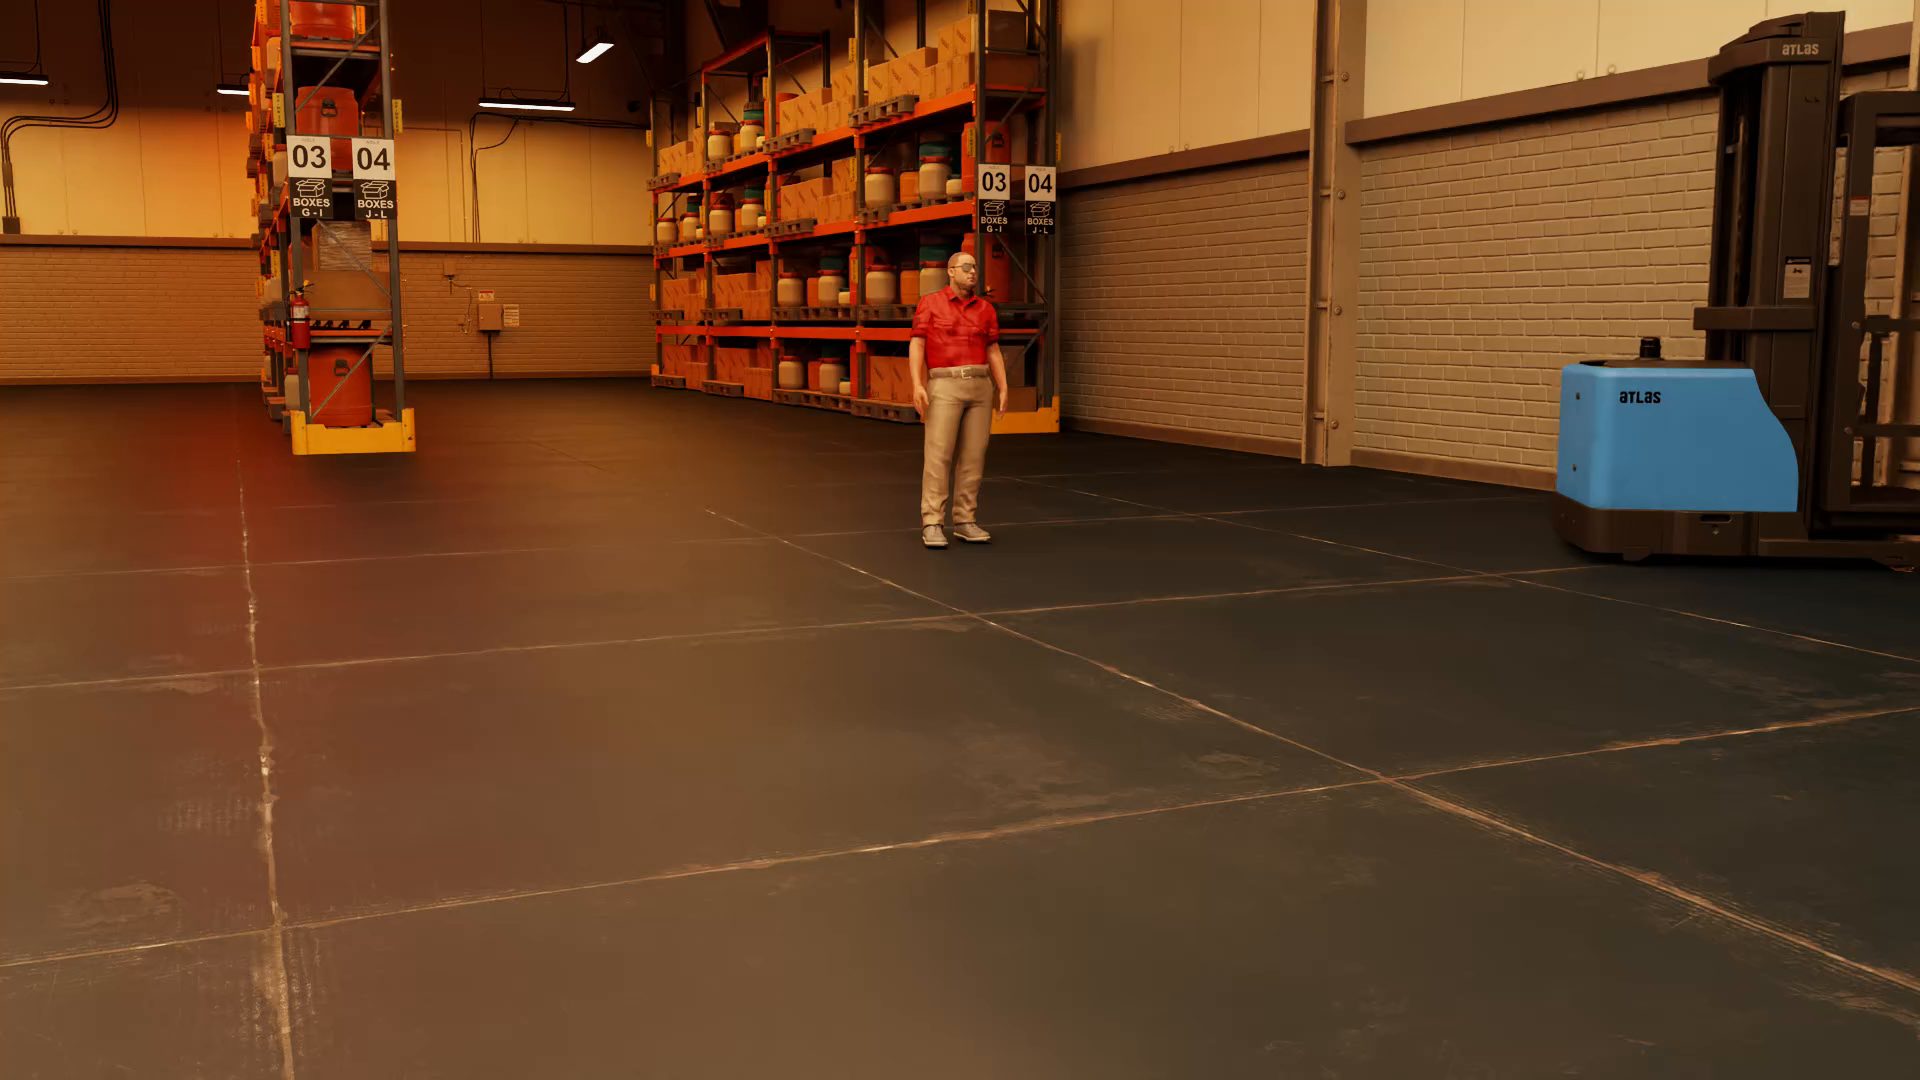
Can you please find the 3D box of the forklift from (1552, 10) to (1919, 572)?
[{"bbox_3d":[5.002,-1.352,9.193,3.031,2.935,1.130,1,8,8],"label":"forklift"}]

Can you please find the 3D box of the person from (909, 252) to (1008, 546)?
[{"bbox_3d":[0.025,-0.854,9.953,0.641,1.728,0.550,-3,8,-23],"label":"person"}]
